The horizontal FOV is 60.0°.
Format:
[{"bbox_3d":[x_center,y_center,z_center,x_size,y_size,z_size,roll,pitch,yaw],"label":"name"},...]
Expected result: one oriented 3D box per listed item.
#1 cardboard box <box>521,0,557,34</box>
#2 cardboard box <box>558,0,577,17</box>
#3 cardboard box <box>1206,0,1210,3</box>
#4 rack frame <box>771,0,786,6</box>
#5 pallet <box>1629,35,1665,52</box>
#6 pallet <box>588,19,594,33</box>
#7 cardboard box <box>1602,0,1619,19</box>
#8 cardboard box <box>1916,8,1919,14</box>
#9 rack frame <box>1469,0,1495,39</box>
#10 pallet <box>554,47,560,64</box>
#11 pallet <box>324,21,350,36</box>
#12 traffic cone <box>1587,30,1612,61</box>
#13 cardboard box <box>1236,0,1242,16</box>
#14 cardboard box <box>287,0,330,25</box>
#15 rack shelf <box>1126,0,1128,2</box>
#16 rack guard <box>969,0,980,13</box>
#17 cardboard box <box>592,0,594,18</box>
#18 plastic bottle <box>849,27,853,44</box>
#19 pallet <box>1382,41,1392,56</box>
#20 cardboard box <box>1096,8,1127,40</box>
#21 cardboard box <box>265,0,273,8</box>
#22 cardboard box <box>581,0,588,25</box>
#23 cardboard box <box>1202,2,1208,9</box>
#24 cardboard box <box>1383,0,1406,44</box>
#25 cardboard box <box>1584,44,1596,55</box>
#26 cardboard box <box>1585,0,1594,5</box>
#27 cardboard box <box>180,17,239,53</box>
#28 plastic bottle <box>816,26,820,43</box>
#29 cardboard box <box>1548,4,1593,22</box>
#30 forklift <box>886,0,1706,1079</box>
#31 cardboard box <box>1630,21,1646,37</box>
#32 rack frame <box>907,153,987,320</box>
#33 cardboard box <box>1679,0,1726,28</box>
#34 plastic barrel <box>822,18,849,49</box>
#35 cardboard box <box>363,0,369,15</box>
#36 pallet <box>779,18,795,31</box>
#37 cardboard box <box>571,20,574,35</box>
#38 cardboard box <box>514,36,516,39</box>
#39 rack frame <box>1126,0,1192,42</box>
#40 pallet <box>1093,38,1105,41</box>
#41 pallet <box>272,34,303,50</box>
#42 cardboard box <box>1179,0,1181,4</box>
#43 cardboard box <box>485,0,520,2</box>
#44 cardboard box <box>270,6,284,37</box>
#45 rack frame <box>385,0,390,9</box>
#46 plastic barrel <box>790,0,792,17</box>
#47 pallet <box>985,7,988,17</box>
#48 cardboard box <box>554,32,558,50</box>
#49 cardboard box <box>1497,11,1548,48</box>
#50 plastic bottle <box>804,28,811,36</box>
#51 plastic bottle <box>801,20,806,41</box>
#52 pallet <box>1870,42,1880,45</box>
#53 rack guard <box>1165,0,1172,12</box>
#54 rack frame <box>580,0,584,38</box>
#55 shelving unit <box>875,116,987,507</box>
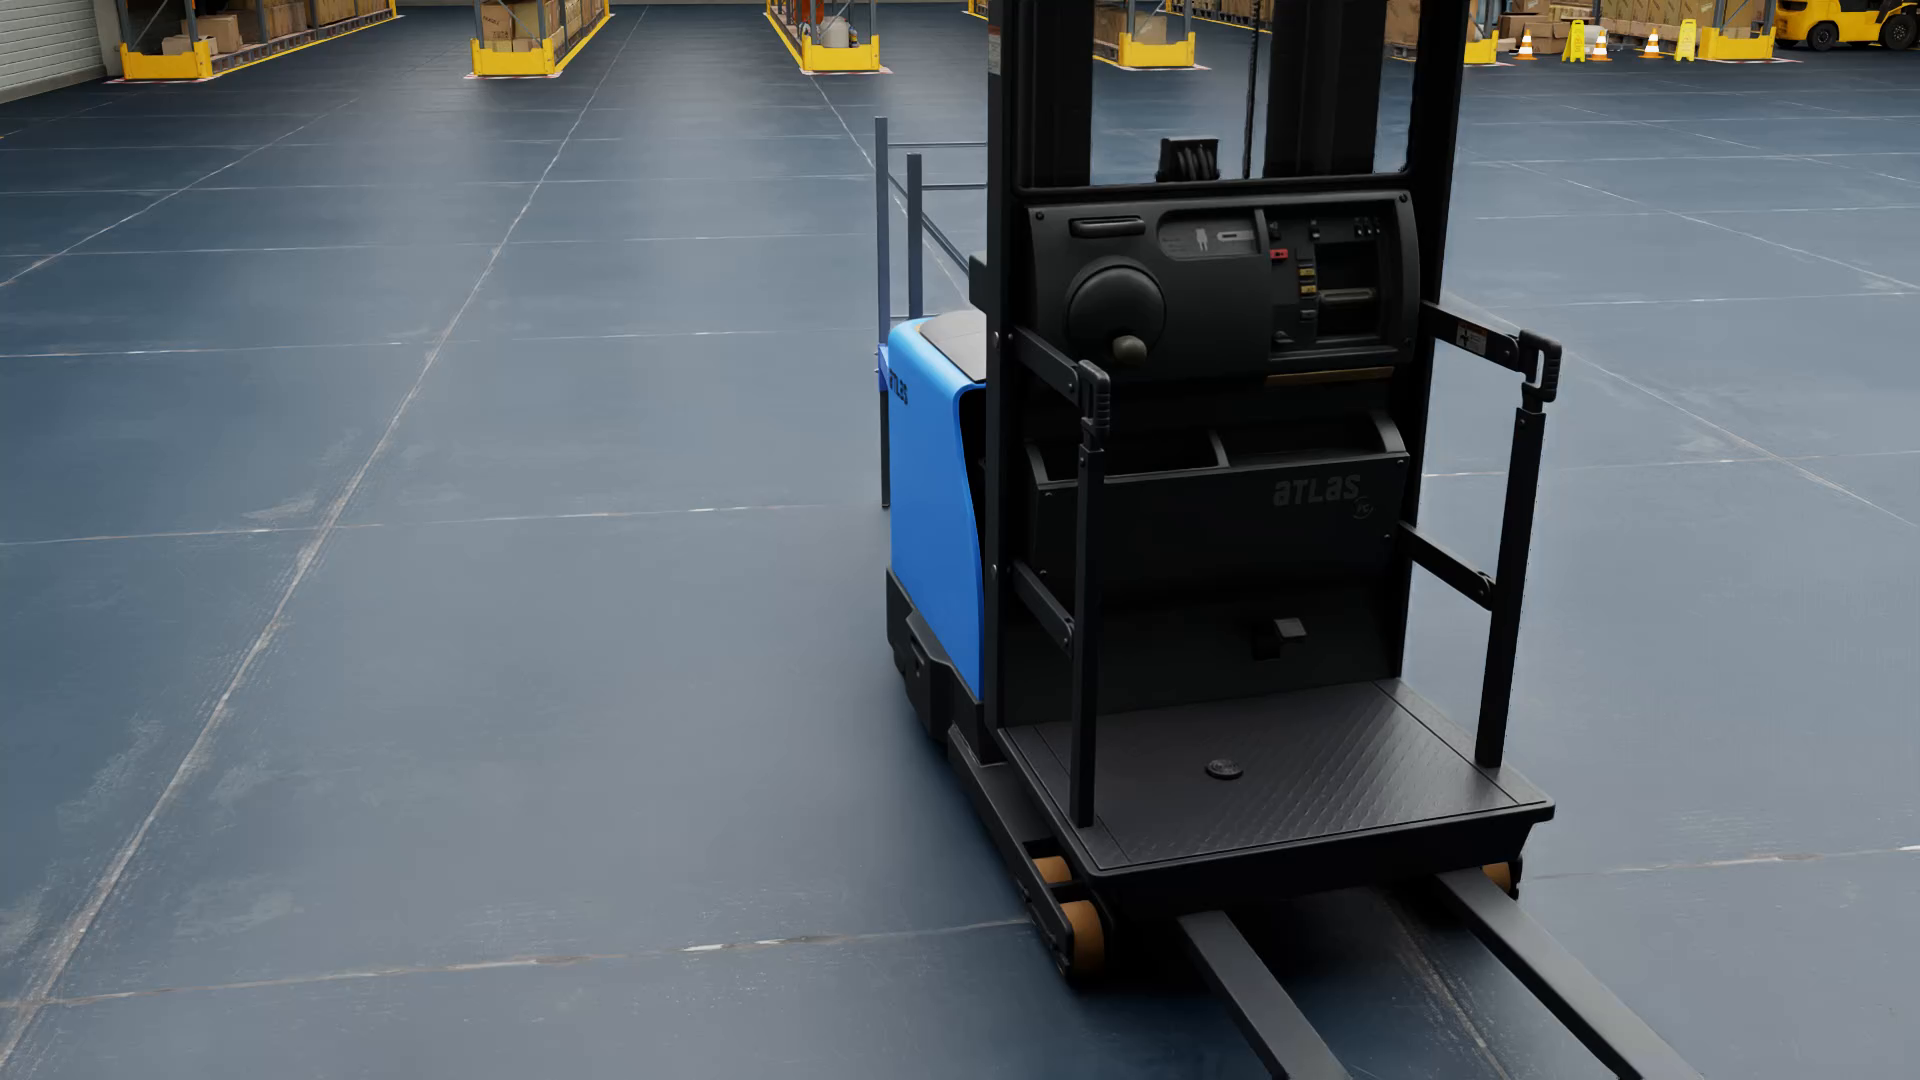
[{"bbox_3d":[-6.756,-8.390,26.652,0.500,0.500,0.500,-3,21,-8],"label":"cardboard box"},{"bbox_3d":[-7.368,-9.832,30.781,0.500,0.311,0.500,-3,21,-8],"label":"cardboard box"},{"bbox_3d":[5.900,-12.469,38.363,0.380,0.149,0.250,-4,21,-10],"label":"cardboard box"},{"bbox_3d":[-4.090,-14.202,39.955,1.000,3.000,0.127,-3,21,-8],"label":"rack frame"},{"bbox_3d":[12.659,-8.837,29.574,1.003,0.211,1.213,-3,21,-8],"label":"pallet"},{"bbox_3d":[-8.081,-10.560,34.187,1.003,0.211,1.213,-3,21,-8],"label":"pallet"},{"bbox_3d":[12.166,-9.839,30.531,0.500,0.500,0.500,-2,21,-5],"label":"cardboard box"},{"bbox_3d":[17.300,-9.311,29.475,0.500,0.250,0.500,-3,21,-9],"label":"cardboard box"},{"bbox_3d":[8.041,-9.128,26.368,1.000,3.000,0.127,-3,21,-8],"label":"rack frame"},{"bbox_3d":[-7.010,-7.792,26.777,1.003,0.211,1.213,-3,21,-8],"label":"pallet"},{"bbox_3d":[-12.952,-10.325,33.558,1.003,0.211,1.213,-3,21,-8],"label":"pallet"},{"bbox_3d":[10.537,-8.134,27.333,0.336,0.463,0.334,-3,21,-8],"label":"traffic cone"},{"bbox_3d":[6.322,-11.675,36.161,0.500,0.500,0.500,-3,21,-7],"label":"cardboard box"},{"bbox_3d":[-12.716,-10.384,32.203,0.750,0.750,0.750,-3,21,-8],"label":"cardboard box"},{"bbox_3d":[2.830,-9.268,27.771,1.077,0.370,4.000,-3,21,-8],"label":"rack shelf"},{"bbox_3d":[0.808,-13.289,41.083,1.175,0.500,0.348,-3,21,-8],"label":"rack guard"},{"bbox_3d":[-7.997,-11.276,35.064,0.500,0.500,0.500,-3,21,-8],"label":"cardboard box"},{"bbox_3d":[-1.800,-8.387,27.656,0.097,0.271,0.097,0,20,0],"label":"plastic bottle"},{"bbox_3d":[7.676,-8.516,28.715,1.003,0.211,1.213,-3,21,-8],"label":"pallet"},{"bbox_3d":[2.650,-8.985,28.957,0.500,0.500,0.500,4,21,9],"label":"cardboard box"},{"bbox_3d":[-12.431,-9.521,29.292,0.500,0.250,0.500,-4,21,-9],"label":"cardboard box"},{"bbox_3d":[-7.621,-10.391,32.694,0.500,0.500,0.500,-2,21,-5],"label":"cardboard box"},{"bbox_3d":[5.861,-12.445,38.723,0.380,0.149,0.250,-4,21,-10],"label":"cardboard box"},{"bbox_3d":[7.749,-8.865,28.101,0.875,0.875,0.875,-3,21,-9],"label":"cardboard box"},{"bbox_3d":[10.737,-8.428,28.570,0.380,0.149,0.250,8,22,20],"label":"cardboard box"},{"bbox_3d":[15.758,-13.355,40.660,0.700,0.500,0.500,-4,21,-10],"label":"cardboard box"},{"bbox_3d":[-11.736,-7.896,26.014,0.700,0.500,0.500,-4,21,-11],"label":"cardboard box"},{"bbox_3d":[-2.423,-8.481,27.900,0.152,0.276,0.135,-3,21,-8],"label":"plastic bottle"},{"bbox_3d":[12.061,-10.434,33.020,0.950,0.372,0.625,-2,21,-6],"label":"cardboard box"},{"bbox_3d":[0.663,-0.567,3.545,1.130,2.935,3.031,-6,21,-15],"label":"forklift"},{"bbox_3d":[12.333,-9.120,29.677,0.500,0.250,0.500,-3,21,-8],"label":"cardboard box"},{"bbox_3d":[0.086,-0.497,5.403,0.500,1.500,0.032,-3,21,-8],"label":"rack frame"},{"bbox_3d":[12.551,-8.936,28.114,0.500,0.500,0.500,-3,21,-7],"label":"cardboard box"},{"bbox_3d":[-1.954,-7.918,26.084,0.421,0.512,0.421,0,20,0],"label":"plastic barrel"},{"bbox_3d":[-13.392,-11.782,36.446,0.700,0.500,0.500,-3,21,-8],"label":"cardboard box"},{"bbox_3d":[-3.264,-10.819,34.880,1.003,0.211,1.213,-3,21,-8],"label":"pallet"},{"bbox_3d":[-7.225,-9.216,29.934,0.500,0.250,0.500,-4,21,-9],"label":"cardboard box"},{"bbox_3d":[-7.139,-7.666,25.784,0.500,0.250,0.500,-3,21,-8],"label":"cardboard box"},{"bbox_3d":[3.118,-8.912,25.791,1.000,3.000,0.127,-3,21,-8],"label":"rack frame"},{"bbox_3d":[2.673,-8.760,29.370,1.003,0.211,1.213,-3,21,-8],"label":"pallet"},{"bbox_3d":[-12.456,-8.934,29.836,1.003,0.211,1.213,-3,21,-8],"label":"pallet"},{"bbox_3d":[5.612,-13.245,40.865,0.380,0.149,0.250,-3,21,-8],"label":"cardboard box"},{"bbox_3d":[-7.287,-8.363,26.579,0.500,0.500,0.500,-3,21,-8],"label":"cardboard box"},{"bbox_3d":[-12.444,-9.192,29.484,0.700,0.500,0.500,-3,21,-7],"label":"cardboard box"},{"bbox_3d":[-13.893,-13.703,38.617,1.000,3.000,0.127,-3,21,-8],"label":"rack frame"},{"bbox_3d":[-3.356,-11.214,34.910,0.421,0.512,0.421,0,20,0],"label":"plastic barrel"},{"bbox_3d":[1.177,-12.451,39.252,1.003,0.211,1.213,-3,21,-8],"label":"pallet"},{"bbox_3d":[-6.757,-8.039,26.783,0.500,0.250,0.500,-3,21,-8],"label":"cardboard box"},{"bbox_3d":[10.023,-9.110,29.695,0.797,0.637,0.503,-3,21,-8],"label":"cardboard box"},{"bbox_3d":[-2.491,-8.295,27.403,0.152,0.276,0.135,-3,21,-7],"label":"plastic bottle"},{"bbox_3d":[-2.627,-8.647,28.238,0.144,0.351,0.185,-4,21,-10],"label":"plastic bottle"},{"bbox_3d":[17.332,-9.465,31.256,1.003,0.211,1.213,-3,21,-8],"label":"pallet"},{"bbox_3d":[5.745,-13.470,41.567,1.175,0.500,0.348,-3,21,-8],"label":"rack guard"},{"bbox_3d":[-7.838,-11.184,31.873,1.000,3.000,0.127,-3,21,-8],"label":"rack frame"},{"bbox_3d":[0.012,-0.673,5.875,0.538,1.500,1.048,-3,21,-8],"label":"shelving unit"}]
